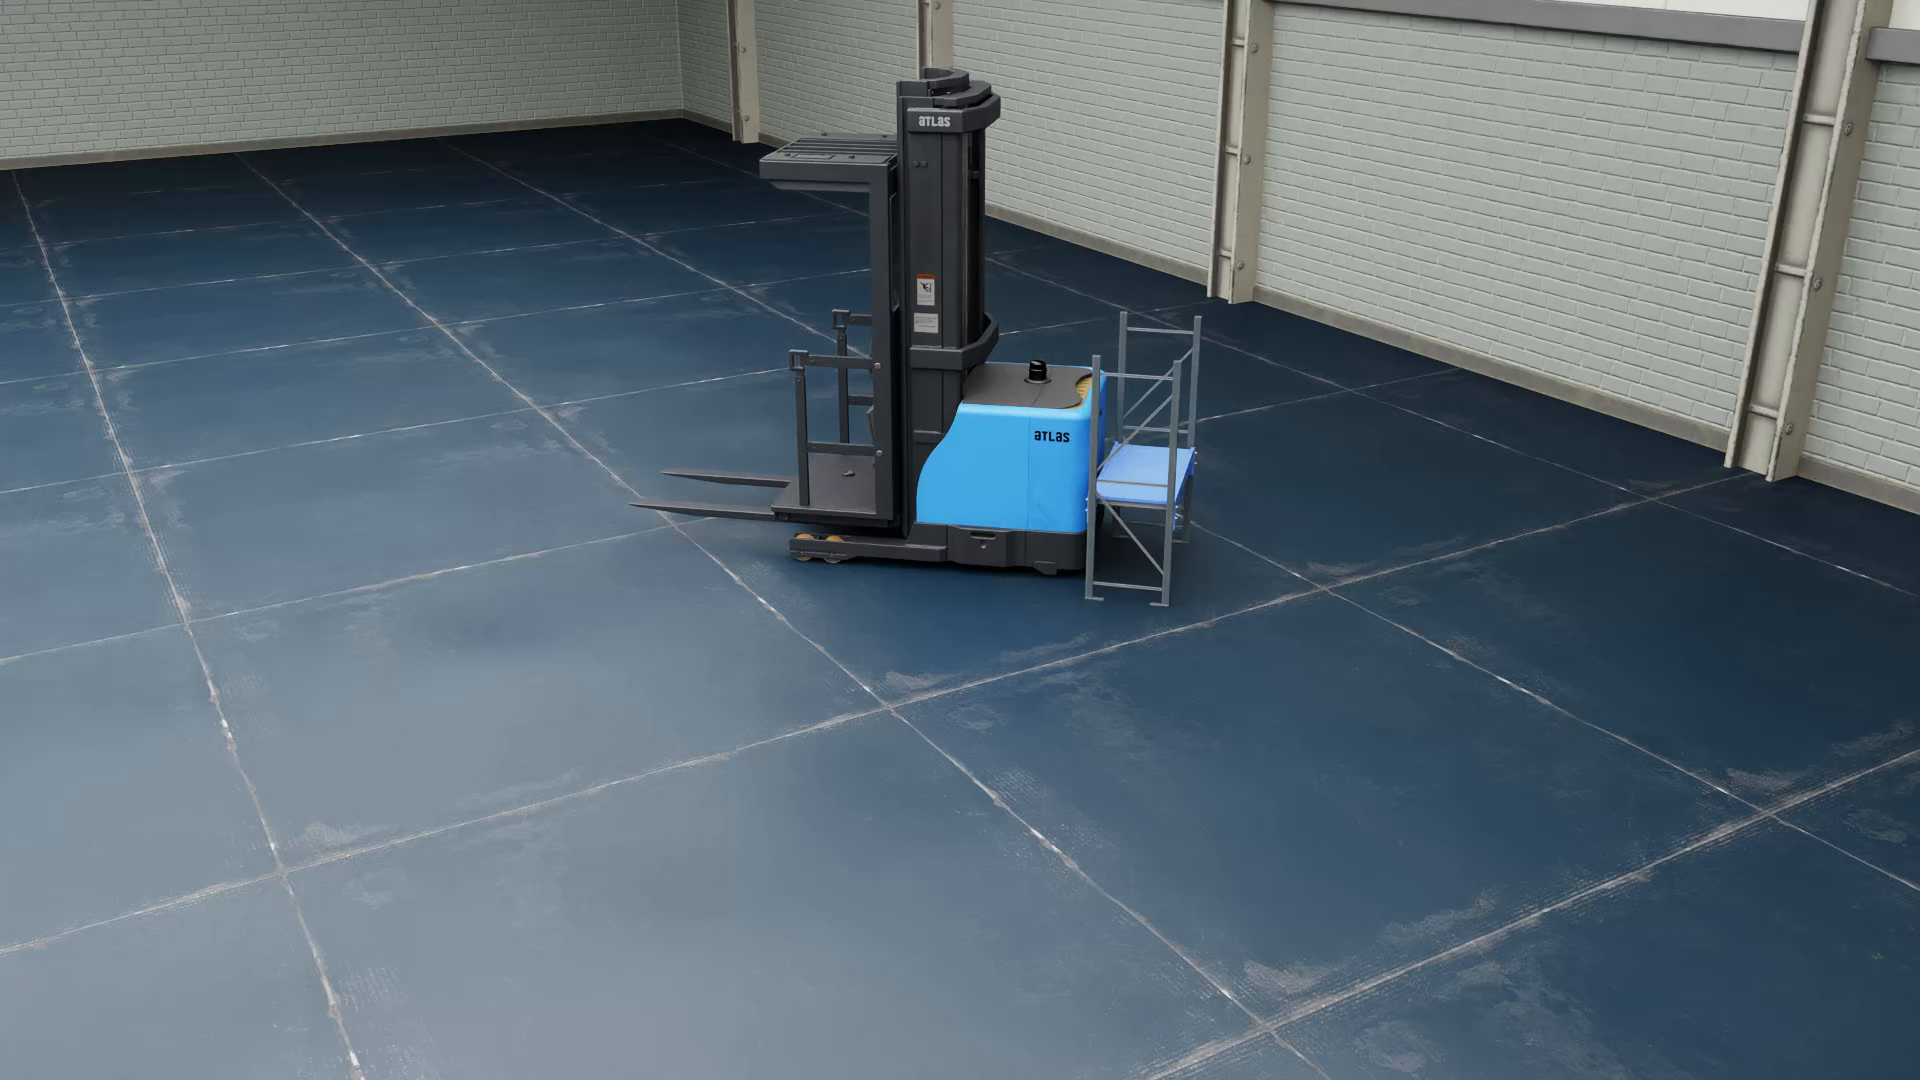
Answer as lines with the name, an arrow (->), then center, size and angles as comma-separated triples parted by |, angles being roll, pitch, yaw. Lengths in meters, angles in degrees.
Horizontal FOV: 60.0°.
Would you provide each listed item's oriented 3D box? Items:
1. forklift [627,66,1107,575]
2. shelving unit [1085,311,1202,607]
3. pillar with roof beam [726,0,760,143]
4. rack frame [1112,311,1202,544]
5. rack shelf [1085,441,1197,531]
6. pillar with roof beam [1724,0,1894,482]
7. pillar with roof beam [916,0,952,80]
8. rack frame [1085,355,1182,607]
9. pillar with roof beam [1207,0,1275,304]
forklift -> -0.614, -1.403, 10.371 | 3.031, 2.935, 1.130 | 4, 22, 10
shelving unit -> 1.116, -0.511, 10.076 | 0.538, 1.500, 1.048 | 5, 23, 13
pillar with roof beam -> -7.088, -9.675, 22.664 | 9.100, 9.000, 0.400 | -13, 25, -28
rack frame -> 1.238, -0.696, 10.533 | 0.500, 1.500, 0.032 | 5, 23, 13
rack shelf -> 1.116, -0.344, 10.144 | 0.538, 0.185, 1.000 | 5, 23, 13
pillar with roof beam -> 2.107, -3.848, 8.328 | 9.100, 9.000, 0.400 | -13, 25, -28
pillar with roof beam -> -4.023, -7.733, 17.885 | 9.100, 9.000, 0.400 | -13, 25, -28
rack frame -> 0.994, -0.325, 9.619 | 0.500, 1.500, 0.032 | 5, 23, 13
pillar with roof beam -> -0.958, -5.791, 13.107 | 9.100, 9.000, 0.400 | -13, 25, -28
